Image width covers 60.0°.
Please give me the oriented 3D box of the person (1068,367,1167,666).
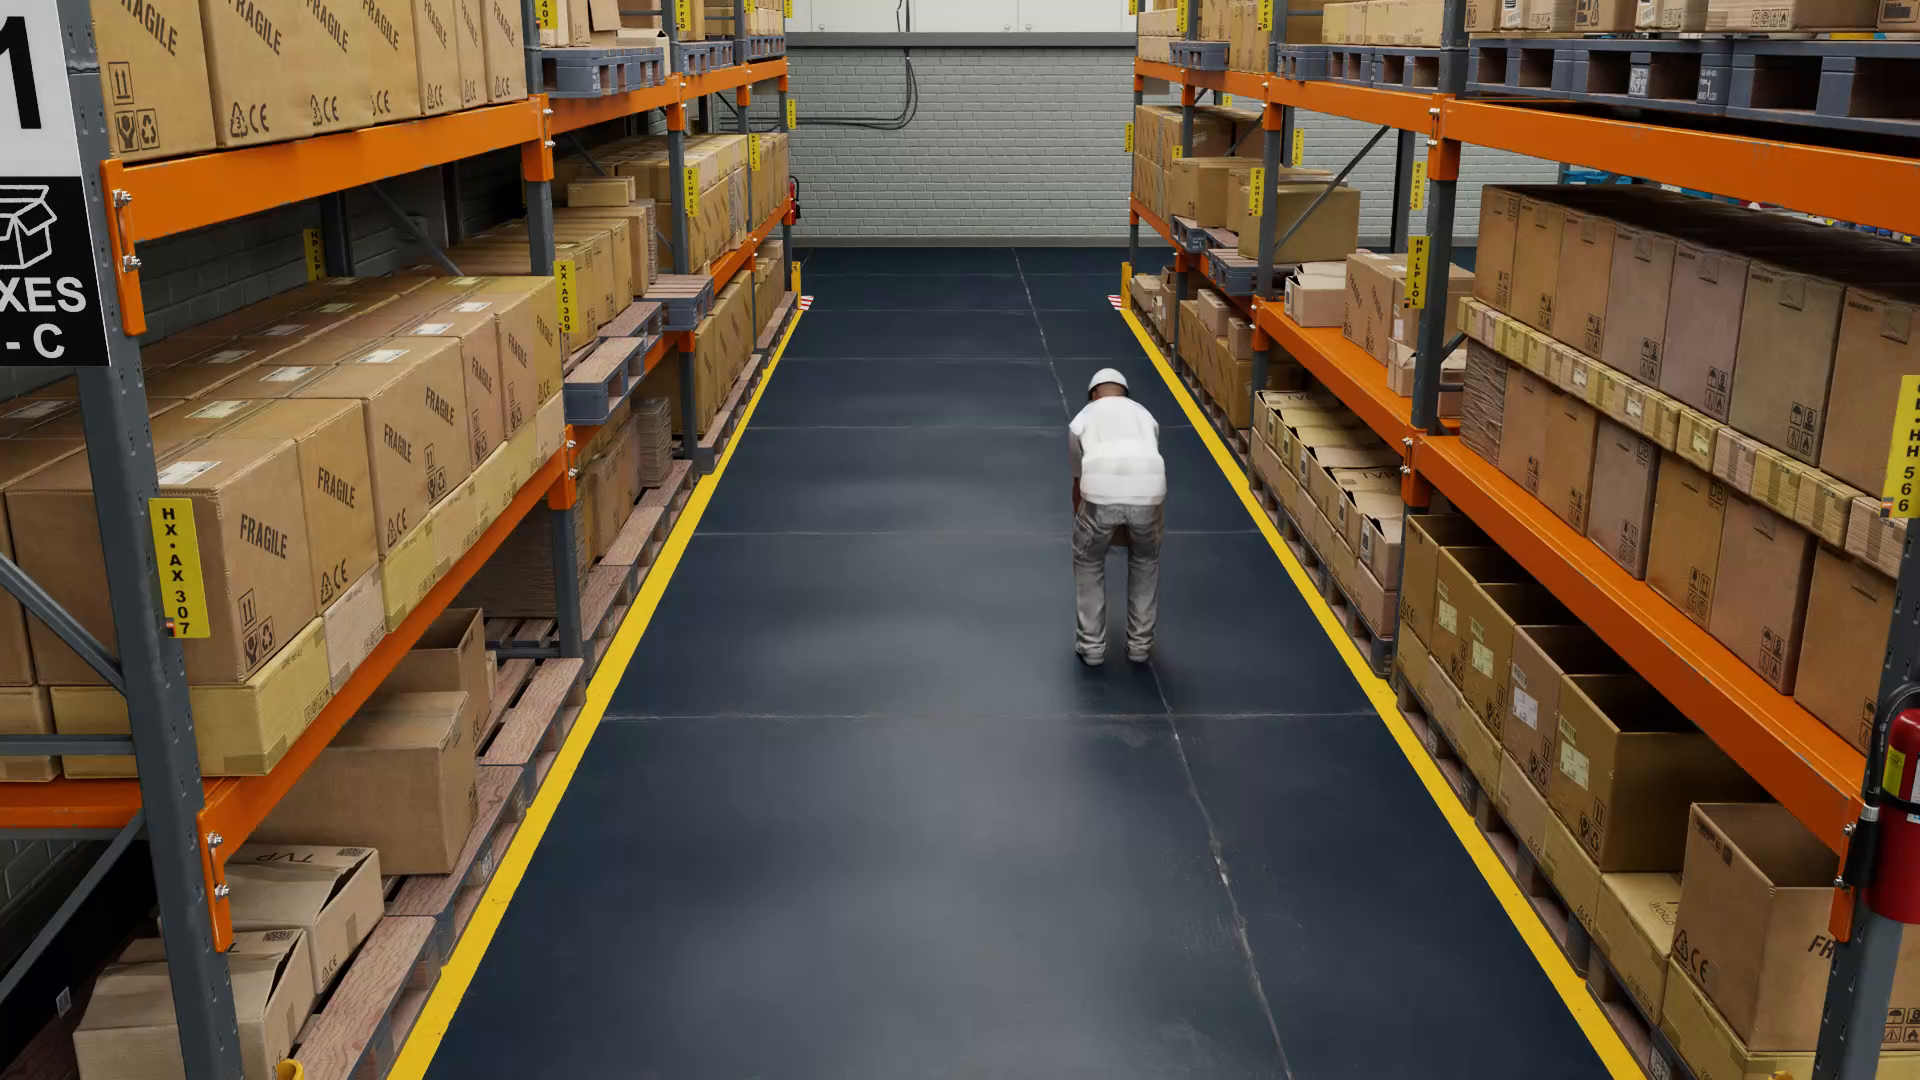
[{"bbox_3d":[0.791,-0.129,8.579,0.473,1.404,0.898,-1,17,-2],"label":"person"}]
